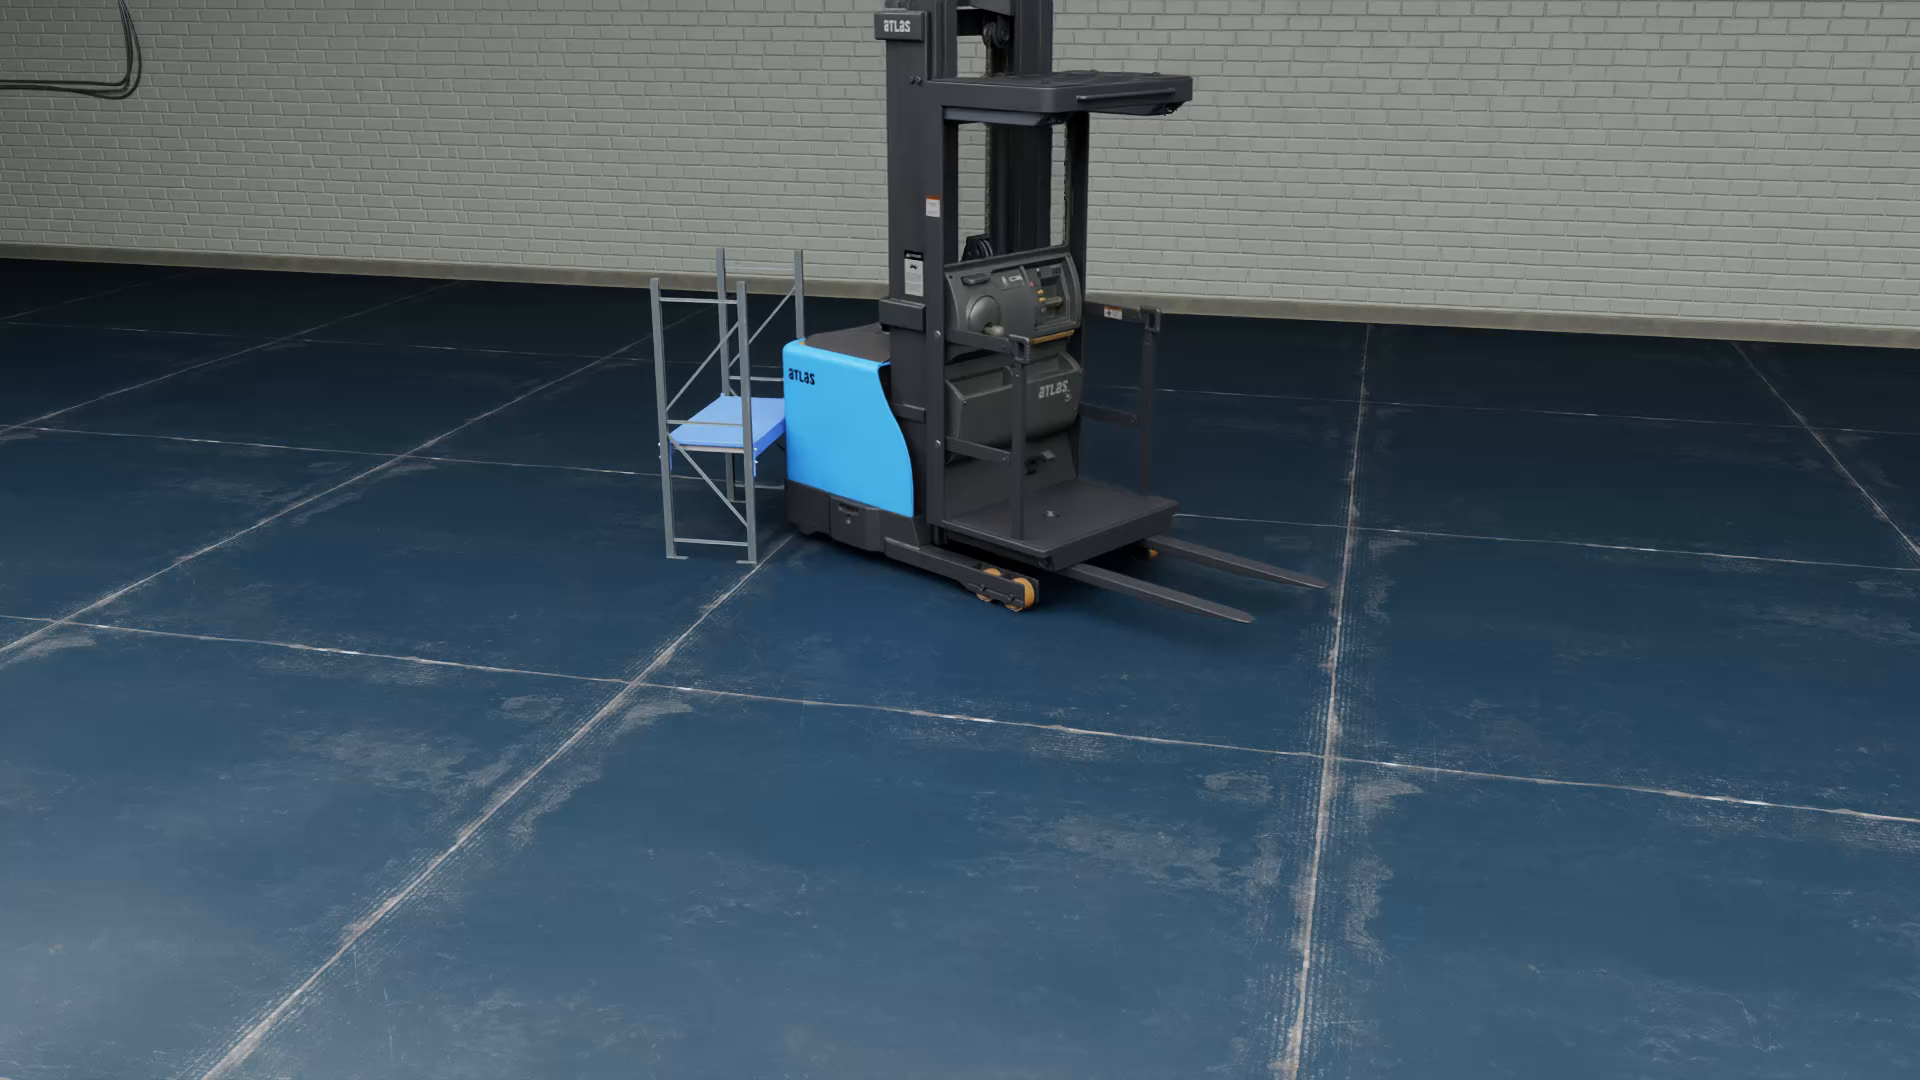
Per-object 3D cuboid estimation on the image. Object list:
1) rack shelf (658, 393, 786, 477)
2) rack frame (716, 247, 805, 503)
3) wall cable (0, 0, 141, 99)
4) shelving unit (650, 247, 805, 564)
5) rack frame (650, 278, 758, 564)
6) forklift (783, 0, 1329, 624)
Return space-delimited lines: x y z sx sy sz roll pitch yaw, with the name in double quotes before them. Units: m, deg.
"rack shelf" -1.225 -0.592 9.156 0.538 0.185 1.000 4 19 10
"rack frame" -1.128 -0.923 9.570 0.500 1.500 0.032 4 19 10
"wall cable" -9.920 -5.830 17.137 3.097 2.526 0.112 5 19 13
"shelving unit" -1.225 -0.762 9.097 0.538 1.500 1.048 4 19 10
"rack frame" -1.322 -0.600 8.625 0.500 1.500 0.032 4 19 10
"forklift" 0.432 -1.225 8.238 3.031 2.935 1.130 17 25 41
